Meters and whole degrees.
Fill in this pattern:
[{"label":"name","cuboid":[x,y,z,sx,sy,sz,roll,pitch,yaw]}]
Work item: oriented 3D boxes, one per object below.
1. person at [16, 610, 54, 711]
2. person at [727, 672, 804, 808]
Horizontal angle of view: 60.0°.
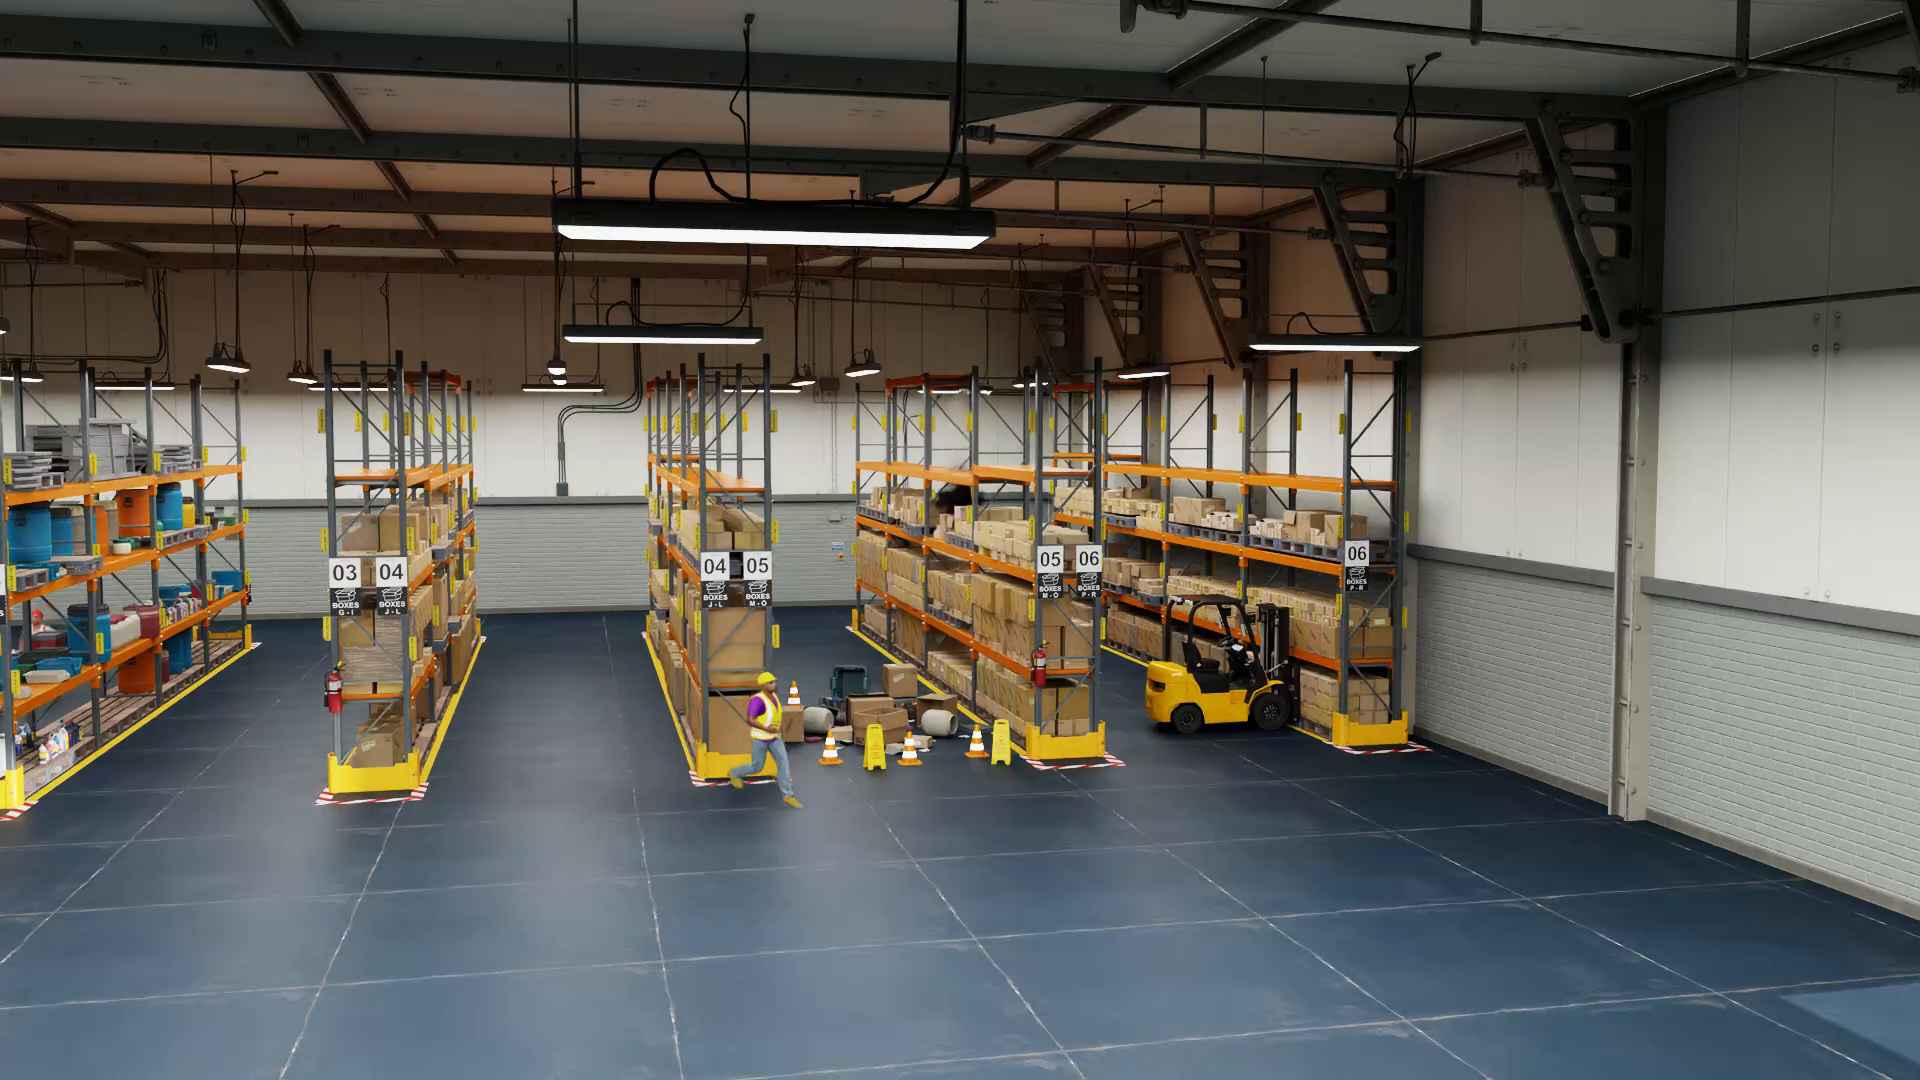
[{"label":"person","cuboid":[-16.194,2.098,29.197,0.676,1.754,0.825,-1,4,-11]},{"label":"person","cuboid":[-2.580,2.617,21.866,1.139,1.763,0.666,3,5,33]}]
